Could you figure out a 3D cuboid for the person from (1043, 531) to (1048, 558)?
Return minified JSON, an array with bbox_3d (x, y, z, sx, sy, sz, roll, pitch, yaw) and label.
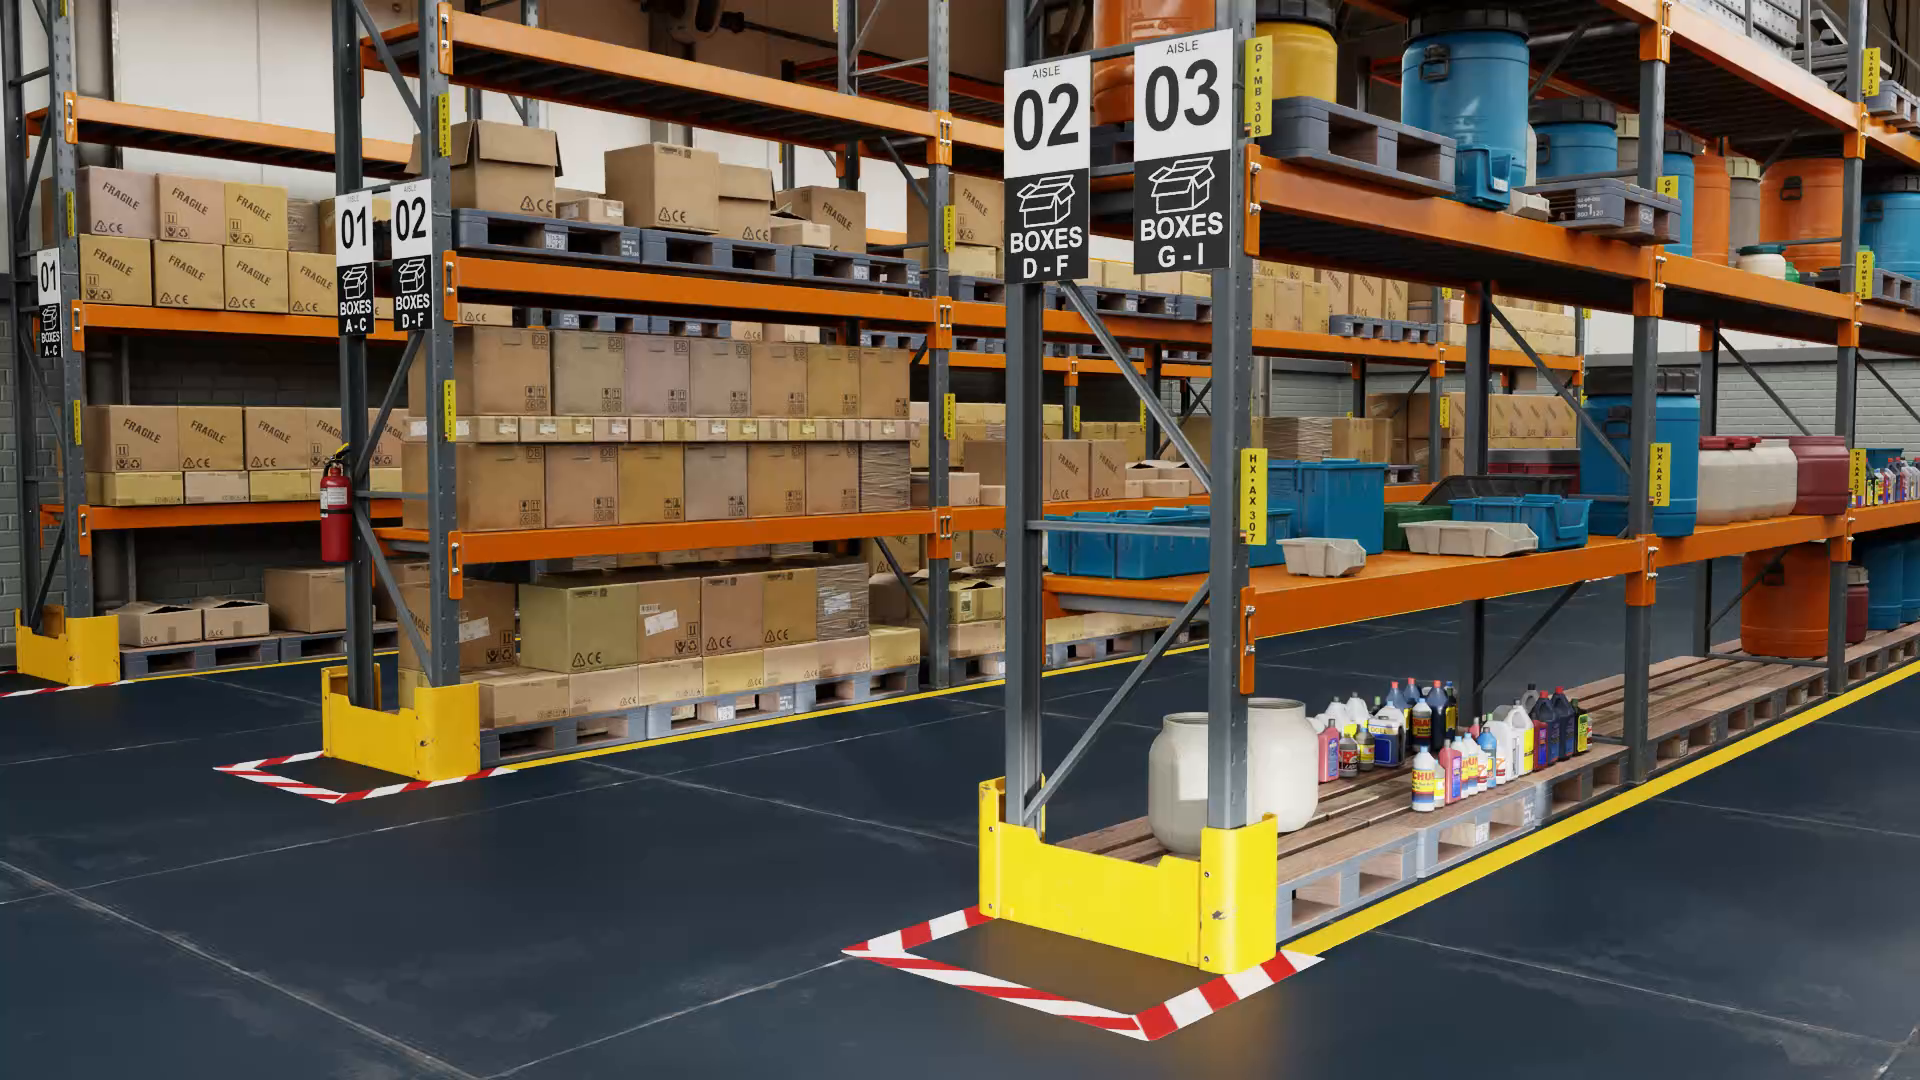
[{"bbox_3d":[1.086,0.292,16.844,0.916,0.979,0.457,3,5,39],"label":"person"}]
